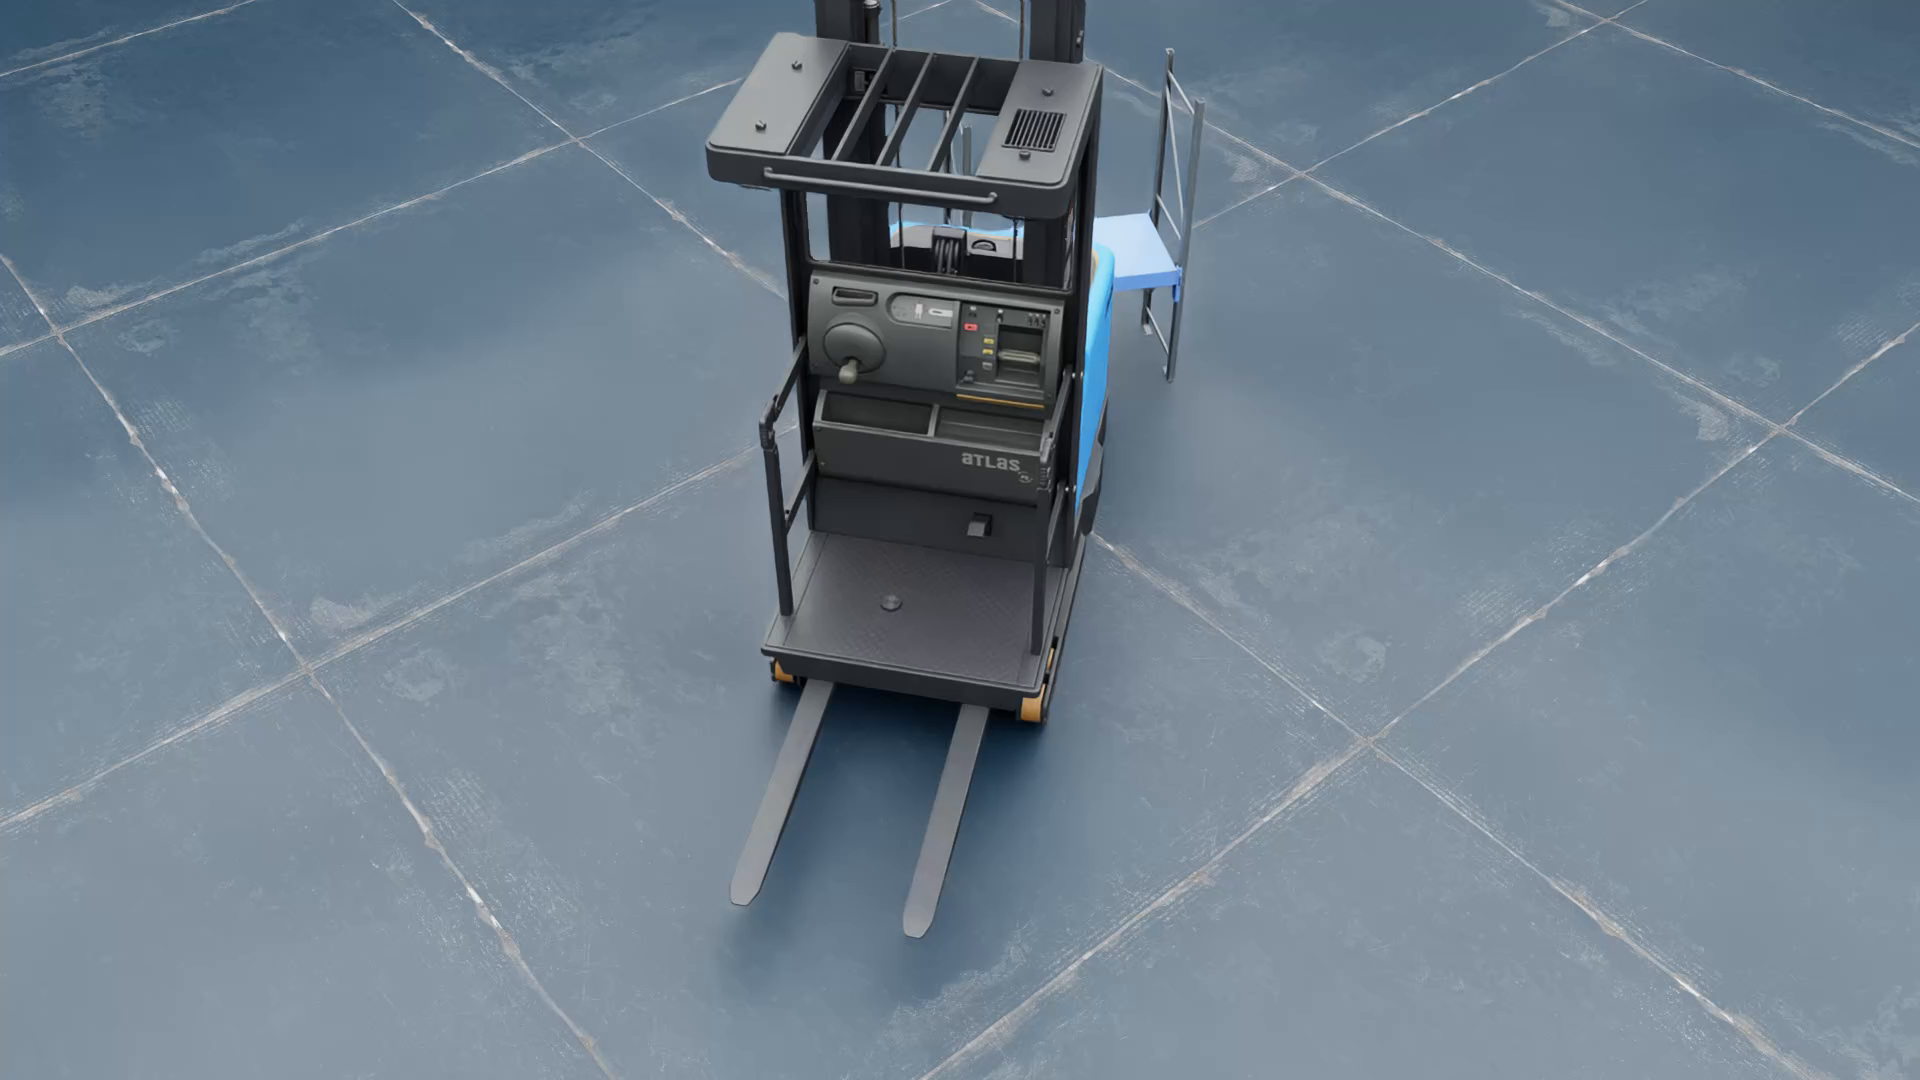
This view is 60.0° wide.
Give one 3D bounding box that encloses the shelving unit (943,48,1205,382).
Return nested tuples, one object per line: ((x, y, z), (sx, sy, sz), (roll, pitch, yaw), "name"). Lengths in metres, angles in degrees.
((0.487, -1.423, 7.724), (1.048, 1.500, 0.538), (-8, 44, -8), "shelving unit")

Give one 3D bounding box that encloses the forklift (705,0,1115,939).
((-0.136, -0.635, 5.839), (1.130, 2.935, 3.031), (8, 44, 9), "forklift")

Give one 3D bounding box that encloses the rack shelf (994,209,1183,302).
((0.487, -1.292, 7.847), (1.000, 0.185, 0.538), (-8, 44, -8), "rack shelf")

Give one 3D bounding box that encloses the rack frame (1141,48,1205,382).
((0.986, -1.491, 7.796), (0.032, 1.500, 0.500), (-8, 44, -8), "rack frame")

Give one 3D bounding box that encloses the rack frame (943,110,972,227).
((-0.012, -1.356, 7.651), (0.032, 1.500, 0.500), (-8, 44, -8), "rack frame")
